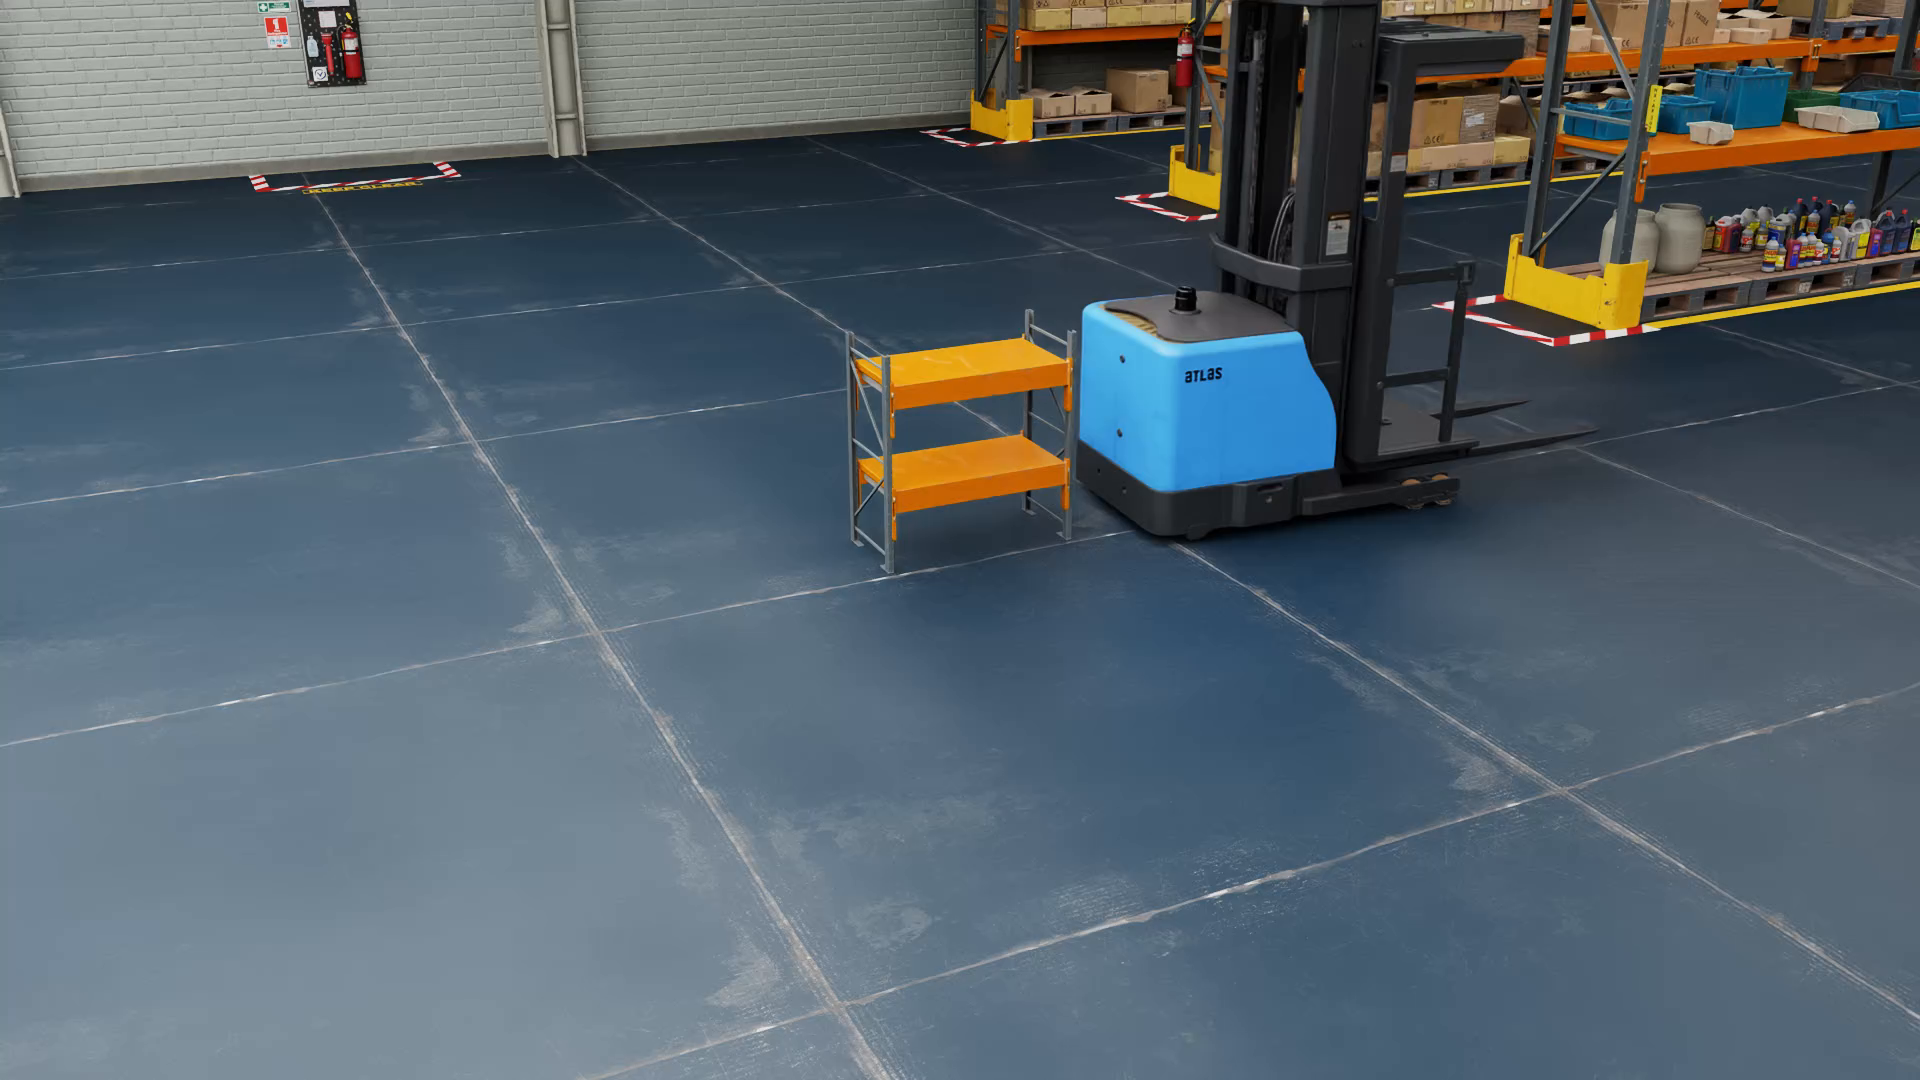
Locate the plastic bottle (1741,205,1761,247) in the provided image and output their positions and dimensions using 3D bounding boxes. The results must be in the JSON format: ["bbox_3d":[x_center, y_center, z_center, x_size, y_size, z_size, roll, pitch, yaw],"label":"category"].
[{"bbox_3d":[6.731,-2.685,14.203,0.185,0.351,0.144,-9,24,-21],"label":"plastic bottle"}]

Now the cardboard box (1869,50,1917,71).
[{"bbox_3d":[11.980,-6.097,21.269,0.500,0.250,0.500,-10,25,-24],"label":"cardboard box"}]

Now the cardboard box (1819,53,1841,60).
[{"bbox_3d":[13.837,-8.040,26.970,0.500,0.500,0.700,-11,25,-24],"label":"cardboard box"}]

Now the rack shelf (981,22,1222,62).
[{"bbox_3d":[2.261,-6.580,21.664,4.000,0.370,1.077,-10,25,-24],"label":"rack shelf"}]

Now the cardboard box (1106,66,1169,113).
[{"bbox_3d":[2.317,-5.911,21.802,0.500,0.500,0.700,-12,25,-27],"label":"cardboard box"}]

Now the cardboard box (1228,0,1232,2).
[{"bbox_3d":[3.084,-5.601,16.532,0.500,0.500,0.700,-10,25,-23],"label":"cardboard box"}]

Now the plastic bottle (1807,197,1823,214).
[{"bbox_3d":[7.452,-2.818,14.524,0.185,0.351,0.144,-10,24,-22],"label":"plastic bottle"}]

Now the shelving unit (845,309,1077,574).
[{"bbox_3d":[0.006,-0.521,8.538,1.048,1.125,0.538,-10,25,-24],"label":"shelving unit"}]

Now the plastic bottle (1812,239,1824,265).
[{"bbox_3d":[7.012,-2.360,13.612,0.097,0.201,0.097,0,22,0],"label":"plastic bottle"}]

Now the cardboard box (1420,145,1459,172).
[{"bbox_3d":[4.992,-4.141,17.878,0.500,0.250,0.500,-10,25,-24],"label":"cardboard box"}]

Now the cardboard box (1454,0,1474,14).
[{"bbox_3d":[5.145,-5.596,17.368,0.250,0.149,0.380,-11,25,-24],"label":"cardboard box"}]

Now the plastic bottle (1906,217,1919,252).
[{"bbox_3d":[8.069,-2.584,14.047,0.133,0.283,0.061,-9,24,-21],"label":"plastic bottle"}]

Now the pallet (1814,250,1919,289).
[{"bbox_3d":[7.736,-2.444,14.378,1.213,0.211,1.003,-10,25,-24],"label":"pallet"}]

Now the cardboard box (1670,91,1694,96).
[{"bbox_3d":[8.532,-5.040,19.317,0.500,0.311,0.500,-11,25,-24],"label":"cardboard box"}]

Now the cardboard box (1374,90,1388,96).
[{"bbox_3d":[4.310,-4.589,17.979,0.500,0.500,0.500,-10,25,-24],"label":"cardboard box"}]

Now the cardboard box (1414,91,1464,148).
[{"bbox_3d":[4.987,-4.492,17.745,0.500,0.500,0.500,-10,25,-24],"label":"cardboard box"}]

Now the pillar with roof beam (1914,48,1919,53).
[{"bbox_3d":[18.800,-11.268,24.207,0.400,9.000,9.100,-10,25,-24],"label":"pillar with roof beam"}]

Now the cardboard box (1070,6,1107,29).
[{"bbox_3d":[1.498,-6.583,20.901,0.500,0.250,0.500,-11,25,-25],"label":"cardboard box"}]

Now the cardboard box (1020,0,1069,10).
[{"bbox_3d":[1.019,-6.842,20.547,0.500,0.500,0.500,-10,25,-24],"label":"cardboard box"}]

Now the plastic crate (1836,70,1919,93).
[{"bbox_3d":[7.833,-3.758,13.987,0.504,0.338,0.767,-10,25,-24],"label":"plastic crate"}]

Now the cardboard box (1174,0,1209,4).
[{"bbox_3d":[2.865,-7.181,21.364,0.500,0.500,0.500,-11,25,-25],"label":"cardboard box"}]

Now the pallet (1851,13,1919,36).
[{"bbox_3d":[11.569,-6.436,20.628,1.213,0.211,1.003,-10,25,-24],"label":"pallet"}]

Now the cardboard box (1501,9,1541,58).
[{"bbox_3d":[5.817,-5.508,18.003,0.500,0.500,0.700,-11,25,-25],"label":"cardboard box"}]

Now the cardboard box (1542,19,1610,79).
[{"bbox_3d":[9.179,-7.328,24.792,0.750,0.750,0.750,-11,25,-24],"label":"cardboard box"}]

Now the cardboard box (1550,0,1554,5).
[{"bbox_3d":[8.571,-7.829,24.043,0.250,0.149,0.380,-10,24,-22],"label":"cardboard box"}]

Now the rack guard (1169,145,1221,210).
[{"bbox_3d":[2.589,-3.715,17.070,0.348,0.500,1.175,-10,25,-24],"label":"rack guard"}]

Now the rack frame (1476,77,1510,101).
[{"bbox_3d":[7.667,-7.907,23.930,0.127,3.000,1.000,-10,25,-24],"label":"rack frame"}]

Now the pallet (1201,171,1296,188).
[{"bbox_3d":[3.281,-3.727,17.477,1.213,0.211,1.003,-10,25,-24],"label":"pallet"}]

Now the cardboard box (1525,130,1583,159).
[{"bbox_3d":[6.685,-4.442,18.606,0.500,0.250,0.500,-11,25,-25],"label":"cardboard box"}]

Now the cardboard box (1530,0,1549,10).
[{"bbox_3d":[6.062,-5.764,17.774,0.250,0.149,0.380,-10,25,-24],"label":"cardboard box"}]

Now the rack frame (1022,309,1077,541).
[{"bbox_3d":[0.464,-0.605,8.741,0.032,1.125,0.500,-10,25,-24],"label":"rack frame"}]

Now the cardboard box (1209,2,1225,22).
[{"bbox_3d":[3.315,-6.921,21.717,0.500,0.250,0.500,-10,25,-23],"label":"cardboard box"}]

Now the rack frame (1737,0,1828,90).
[{"bbox_3d":[9.819,-6.201,19.808,0.127,3.000,1.000,-10,25,-24],"label":"rack frame"}]

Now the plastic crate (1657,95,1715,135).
[{"bbox_3d":[5.664,-3.389,13.210,0.408,0.251,0.499,-10,25,-24],"label":"plastic crate"}]

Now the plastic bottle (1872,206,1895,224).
[{"bbox_3d":[7.842,-2.652,14.124,0.185,0.351,0.144,-10,25,-24],"label":"plastic bottle"}]

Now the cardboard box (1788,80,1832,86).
[{"bbox_3d":[10.560,-5.485,20.772,0.500,0.500,0.500,-9,24,-22],"label":"cardboard box"}]

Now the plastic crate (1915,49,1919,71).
[{"bbox_3d":[8.663,-4.045,14.516,0.583,0.464,0.402,-10,25,-24],"label":"plastic crate"}]

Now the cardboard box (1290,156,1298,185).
[{"bbox_3d":[3.190,-3.810,17.077,0.500,0.250,0.500,-10,25,-24],"label":"cardboard box"}]

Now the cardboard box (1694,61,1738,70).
[{"bbox_3d":[11.989,-7.699,26.145,0.500,0.500,0.700,-10,25,-23],"label":"cardboard box"}]

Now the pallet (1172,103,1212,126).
[{"bbox_3d":[3.473,-5.832,22.562,1.213,0.211,1.003,-10,25,-24],"label":"pallet"}]

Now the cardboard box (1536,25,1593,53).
[{"bbox_3d":[6.639,-5.565,18.467,0.500,0.250,0.500,-9,24,-20],"label":"cardboard box"}]

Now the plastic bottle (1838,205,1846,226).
[{"bbox_3d":[7.649,-2.776,14.511,0.133,0.283,0.061,-10,25,-24],"label":"plastic bottle"}]

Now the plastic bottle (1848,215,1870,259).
[{"bbox_3d":[7.440,-2.517,13.798,0.185,0.351,0.144,-11,25,-24],"label":"plastic bottle"}]

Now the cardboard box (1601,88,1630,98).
[{"bbox_3d":[7.826,-5.138,19.554,0.500,0.311,0.500,-11,25,-24],"label":"cardboard box"}]

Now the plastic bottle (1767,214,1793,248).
[{"bbox_3d":[6.986,-2.635,14.179,0.135,0.276,0.152,-10,25,-24],"label":"plastic bottle"}]

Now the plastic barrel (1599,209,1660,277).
[{"bbox_3d":[5.315,-2.346,13.199,0.421,0.512,0.421,0,22,0],"label":"plastic barrel"}]

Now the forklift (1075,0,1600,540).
[{"bbox_3d":[2.223,-1.698,9.019,3.031,2.935,1.130,-9,24,-20],"label":"forklift"}]

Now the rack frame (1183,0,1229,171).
[{"bbox_3d":[2.610,-4.874,16.602,0.127,3.000,1.000,-10,25,-24],"label":"rack frame"}]

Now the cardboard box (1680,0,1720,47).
[{"bbox_3d":[8.314,-5.963,19.103,0.500,0.500,0.500,-12,25,-26],"label":"cardboard box"}]

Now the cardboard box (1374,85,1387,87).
[{"bbox_3d":[5.640,-6.594,23.450,0.500,0.500,0.700,-10,25,-23],"label":"cardboard box"}]

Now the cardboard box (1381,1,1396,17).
[{"bbox_3d":[4.217,-5.425,16.954,0.250,0.149,0.380,-11,25,-24],"label":"cardboard box"}]

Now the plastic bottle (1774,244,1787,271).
[{"bbox_3d":[6.617,-2.287,13.436,0.097,0.201,0.097,0,22,0],"label":"plastic bottle"}]

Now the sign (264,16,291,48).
[{"bbox_3d":[-7.478,-5.563,18.220,0.234,0.329,0.001,-10,25,-24],"label":"sign"}]
